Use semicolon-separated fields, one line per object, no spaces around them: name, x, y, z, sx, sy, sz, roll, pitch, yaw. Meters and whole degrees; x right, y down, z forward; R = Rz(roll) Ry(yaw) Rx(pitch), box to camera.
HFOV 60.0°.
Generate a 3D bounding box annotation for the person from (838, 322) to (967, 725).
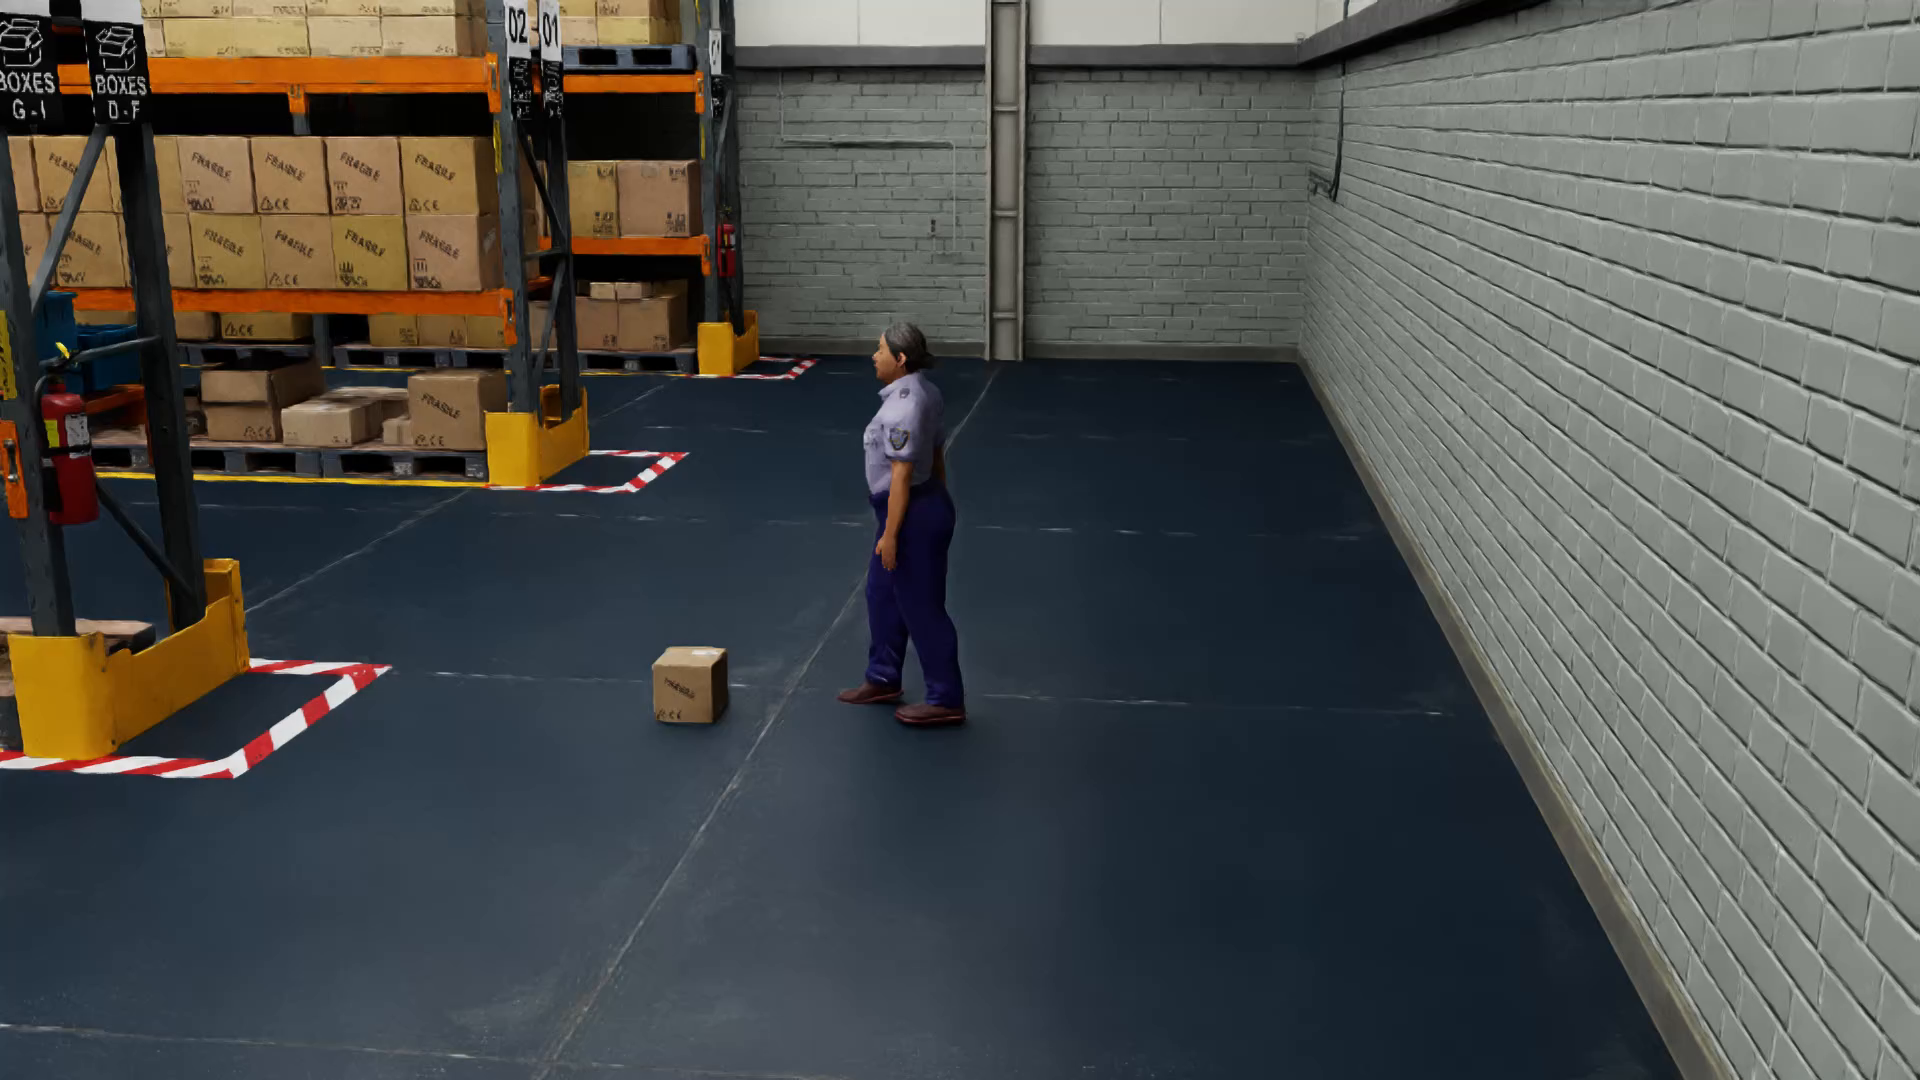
person;-0.262;-0.053;6.755;0.581;1.667;0.496;2;14;6
